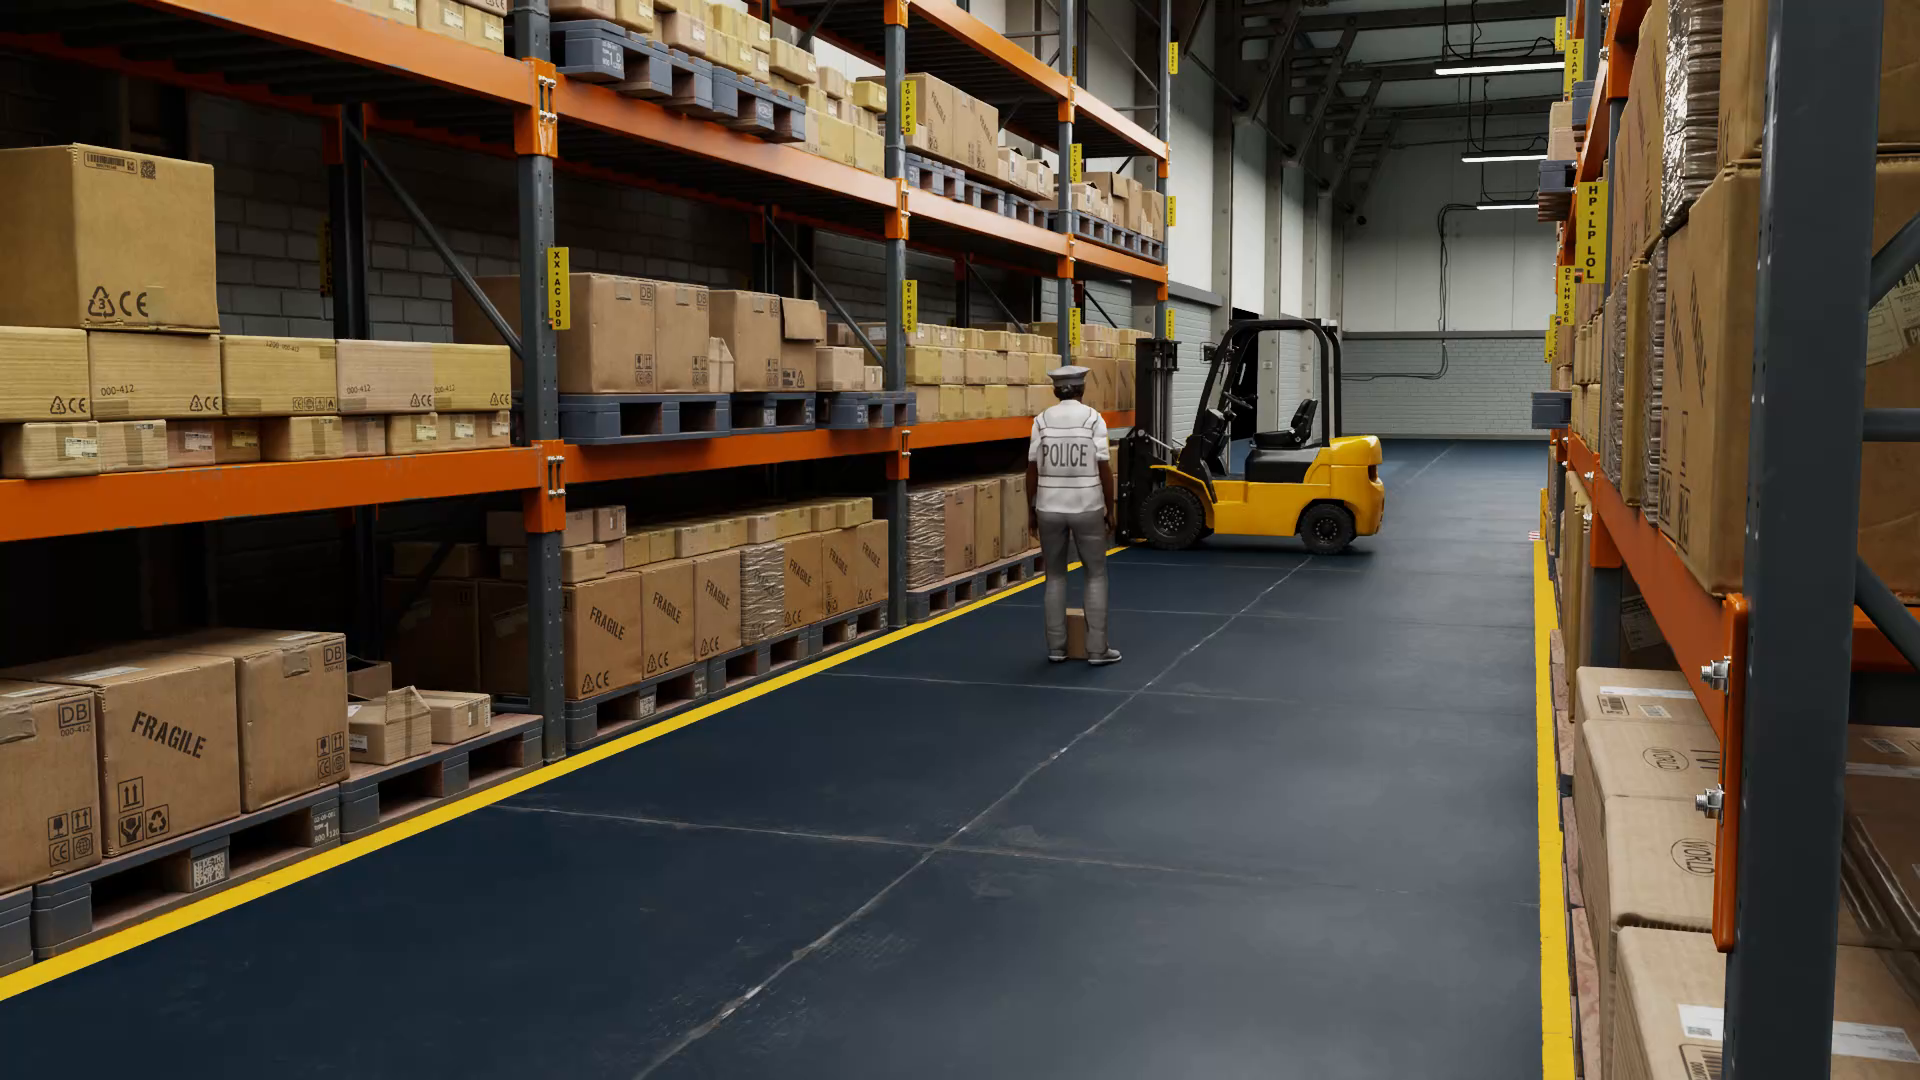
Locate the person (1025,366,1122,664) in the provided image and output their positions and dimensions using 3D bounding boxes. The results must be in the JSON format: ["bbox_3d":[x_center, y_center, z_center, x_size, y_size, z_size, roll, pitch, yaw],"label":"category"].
[{"bbox_3d":[0.633,-0.142,9.277,0.527,1.658,0.427,1,6,15],"label":"person"}]
